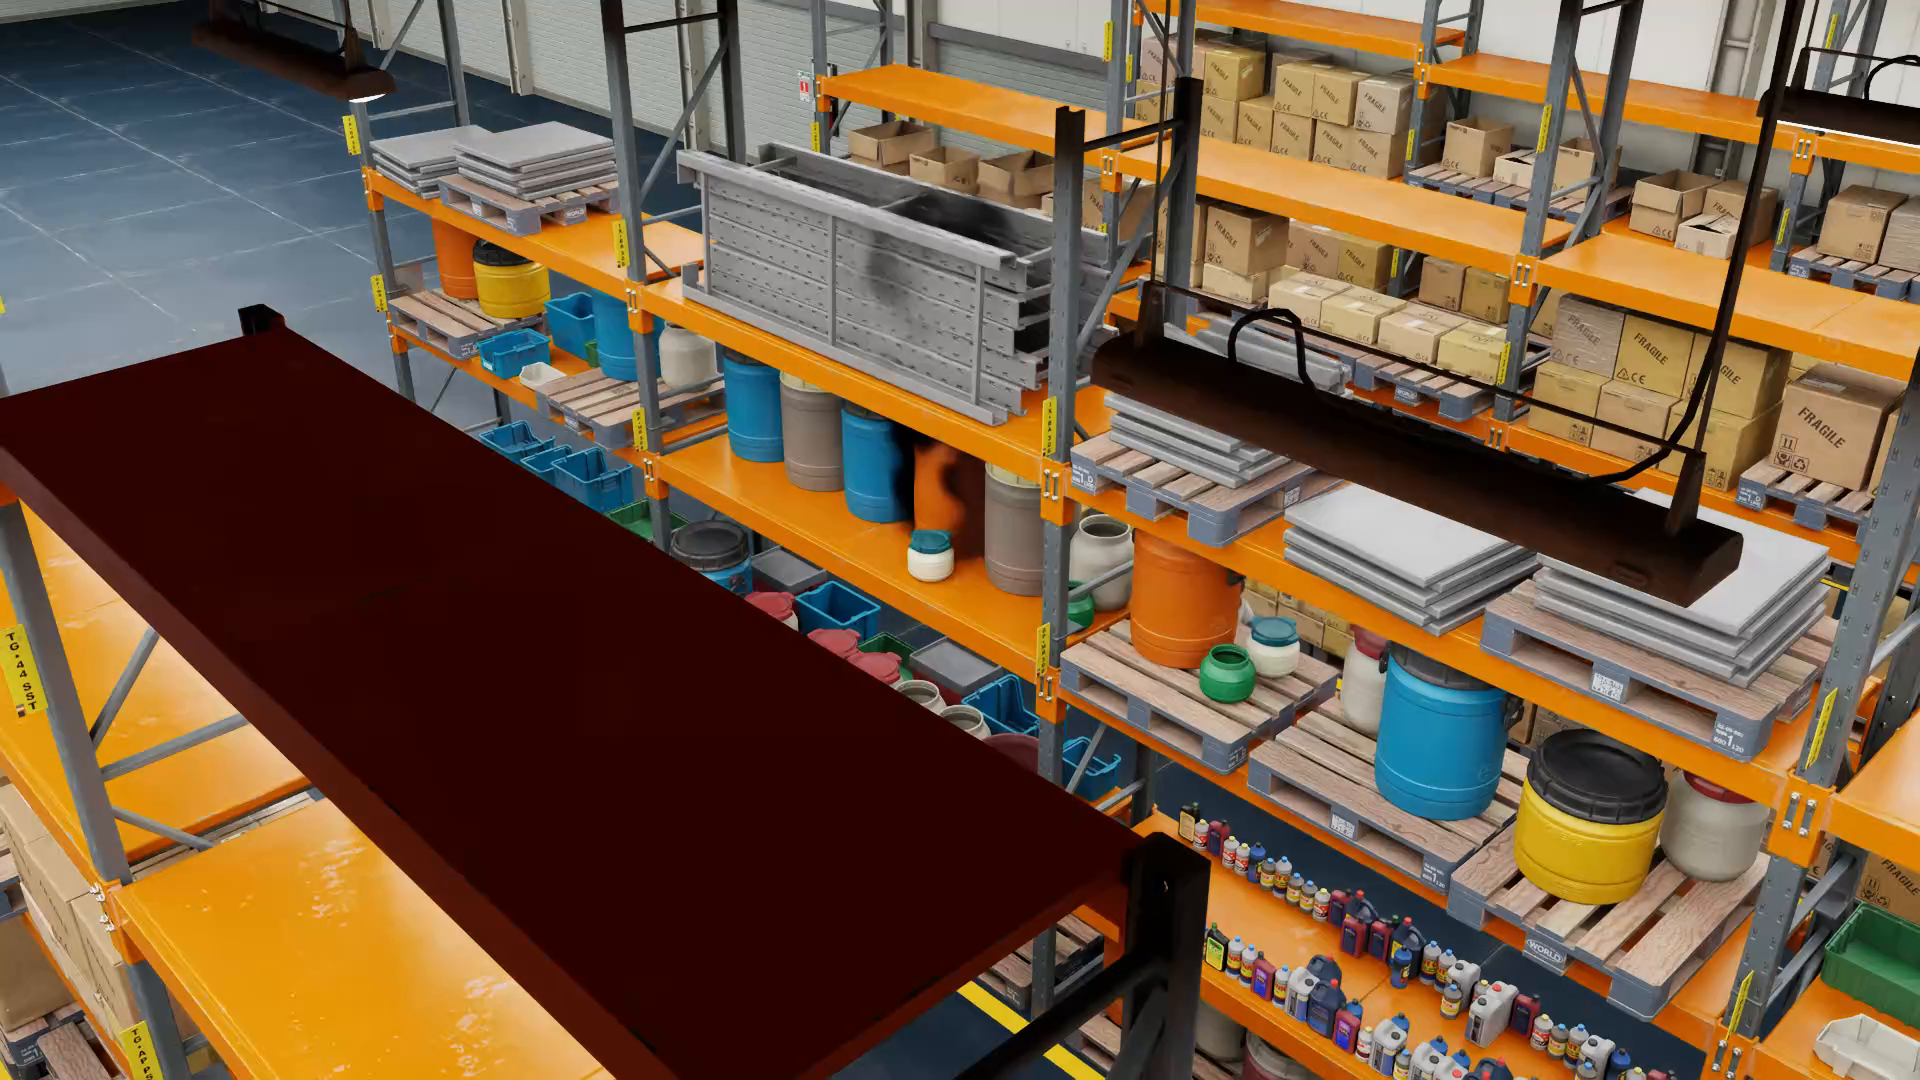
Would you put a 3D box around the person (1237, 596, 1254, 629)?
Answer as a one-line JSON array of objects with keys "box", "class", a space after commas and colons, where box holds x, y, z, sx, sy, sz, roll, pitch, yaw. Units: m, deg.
[{"box": [1.986, 0.973, 12.689, 0.700, 1.675, 0.563, 21, 35, 34], "class": "person"}]
